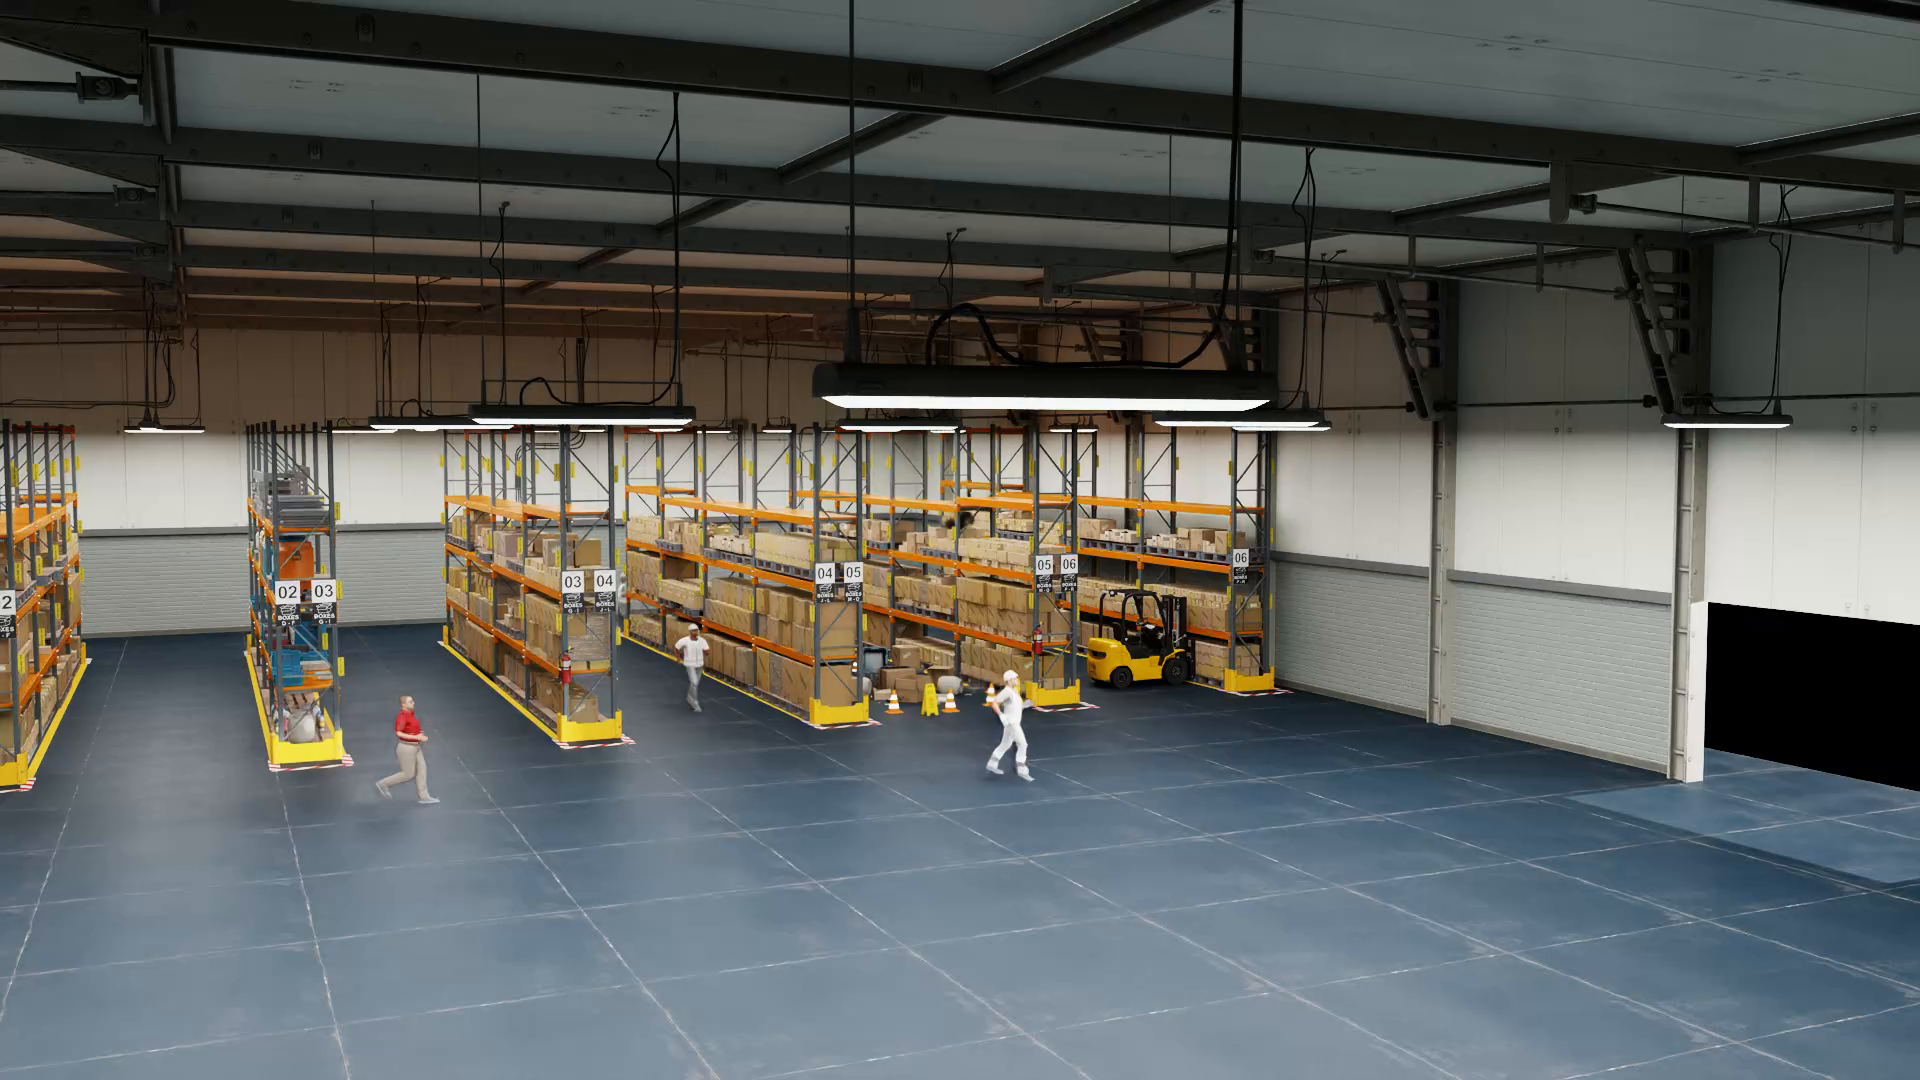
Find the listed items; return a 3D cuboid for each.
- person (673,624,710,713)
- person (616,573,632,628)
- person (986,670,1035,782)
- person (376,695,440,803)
[{"bbox_3d":[-5.564,2.649,34.766,0.682,1.803,0.879,-3,5,-38],"label":"person"},{"bbox_3d":[-9.900,1.813,48.848,0.711,1.773,0.776,-2,4,-29],"label":"person"},{"bbox_3d":[0.837,3.086,27.651,0.837,1.838,0.652,1,4,8],"label":"person"},{"bbox_3d":[-8.535,3.248,25.724,0.945,1.700,0.665,0,4,-3],"label":"person"}]
